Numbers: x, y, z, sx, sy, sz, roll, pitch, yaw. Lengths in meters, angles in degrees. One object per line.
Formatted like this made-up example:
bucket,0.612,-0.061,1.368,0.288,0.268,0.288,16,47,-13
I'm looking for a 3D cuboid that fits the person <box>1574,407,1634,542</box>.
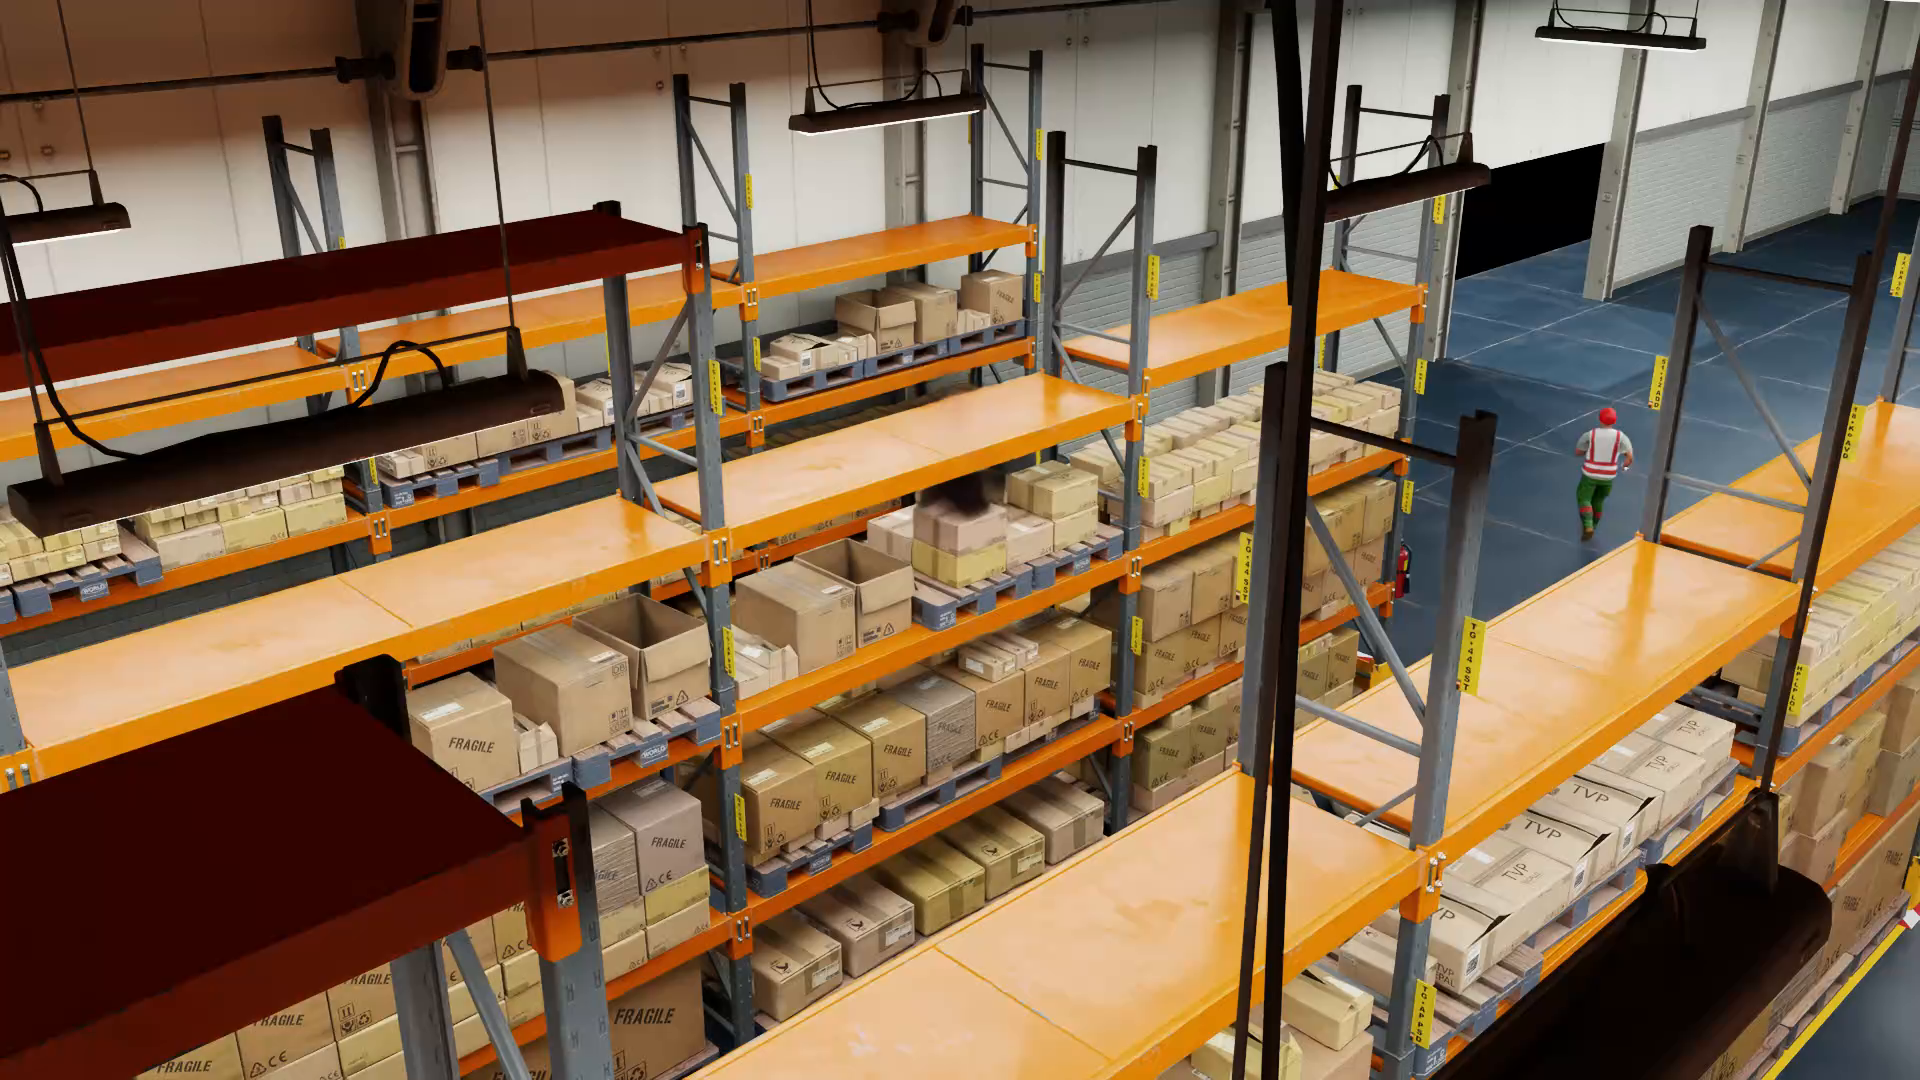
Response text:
person,7.865,-0.794,20.463,0.670,1.765,0.914,5,23,12
